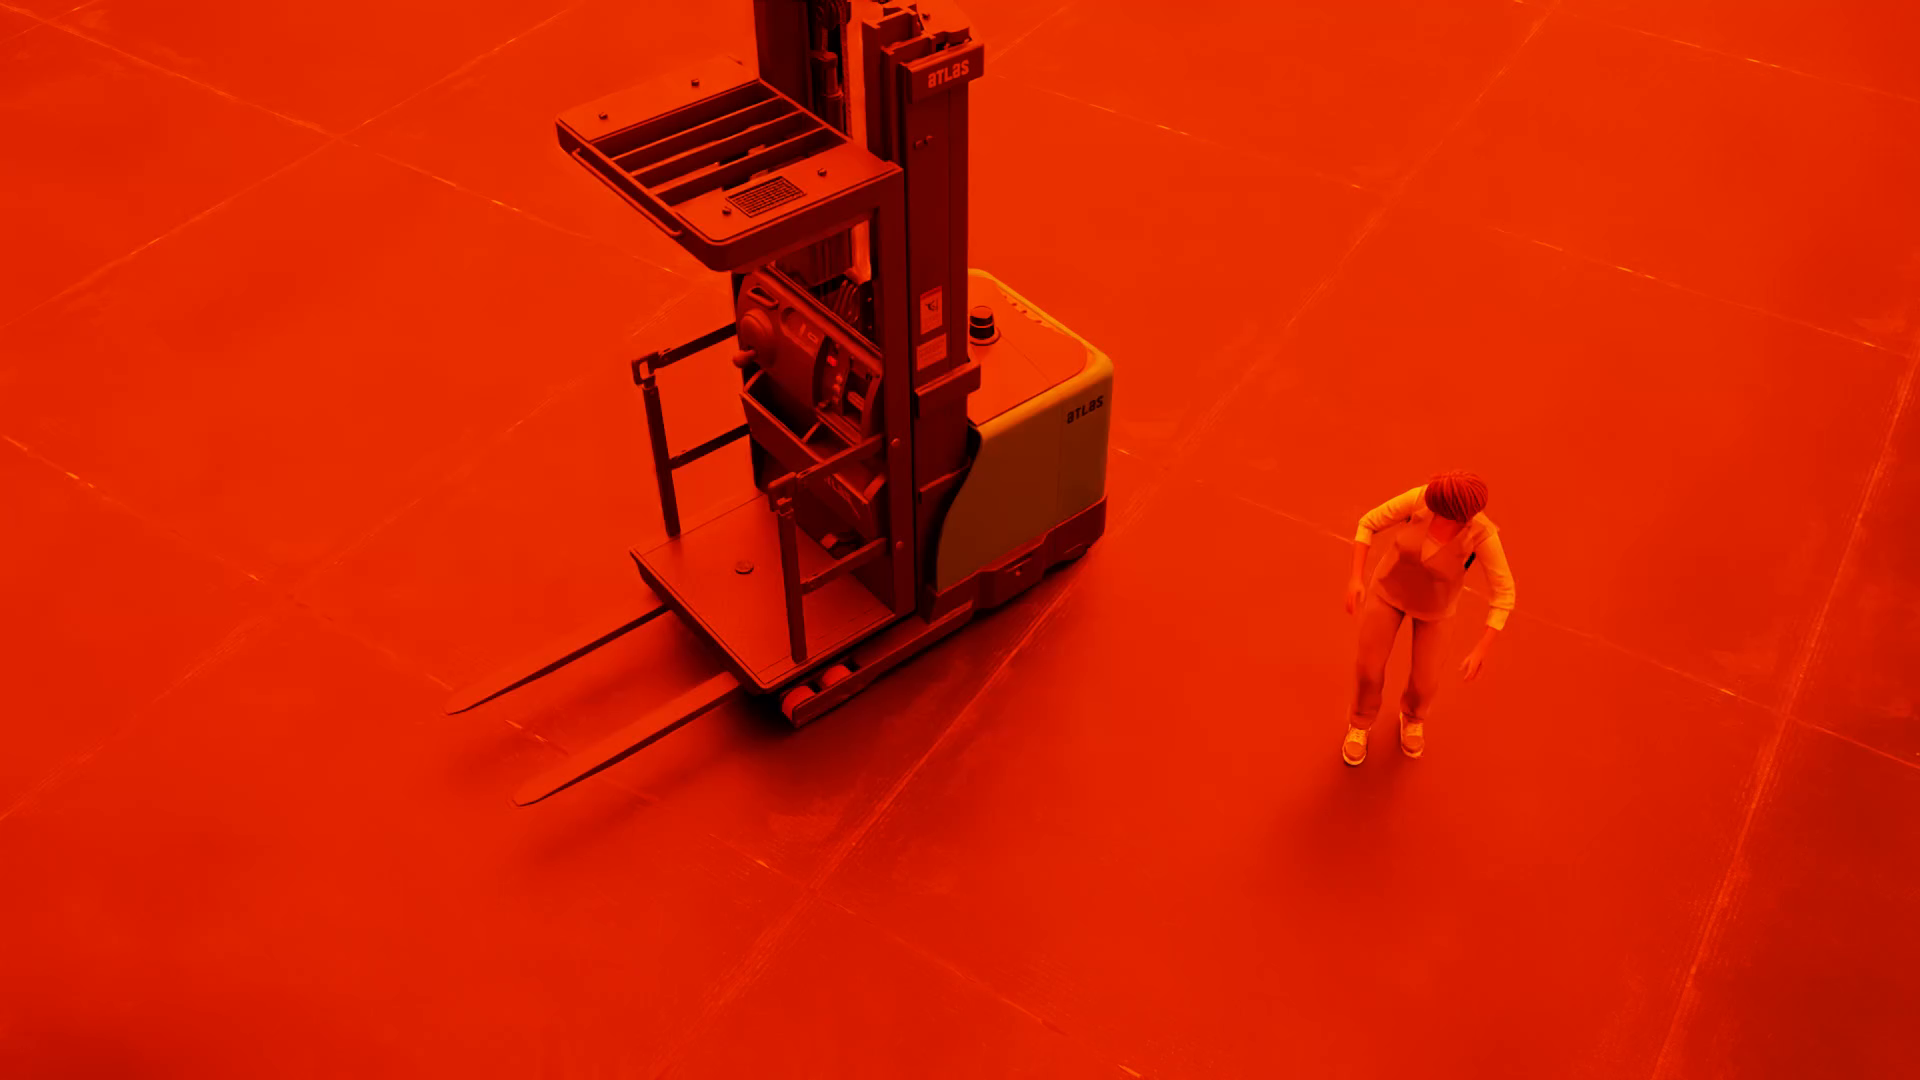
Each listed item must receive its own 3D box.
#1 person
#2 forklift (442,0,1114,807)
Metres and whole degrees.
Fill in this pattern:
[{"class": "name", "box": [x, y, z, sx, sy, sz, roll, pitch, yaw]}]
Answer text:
[{"class": "person", "box": [1.814, 0.300, 6.563, 0.656, 1.548, 0.484, 20, 47, 20]}, {"class": "forklift", "box": [-0.773, -0.685, 6.571, 3.031, 2.935, 1.130, -29, 51, -27]}]
